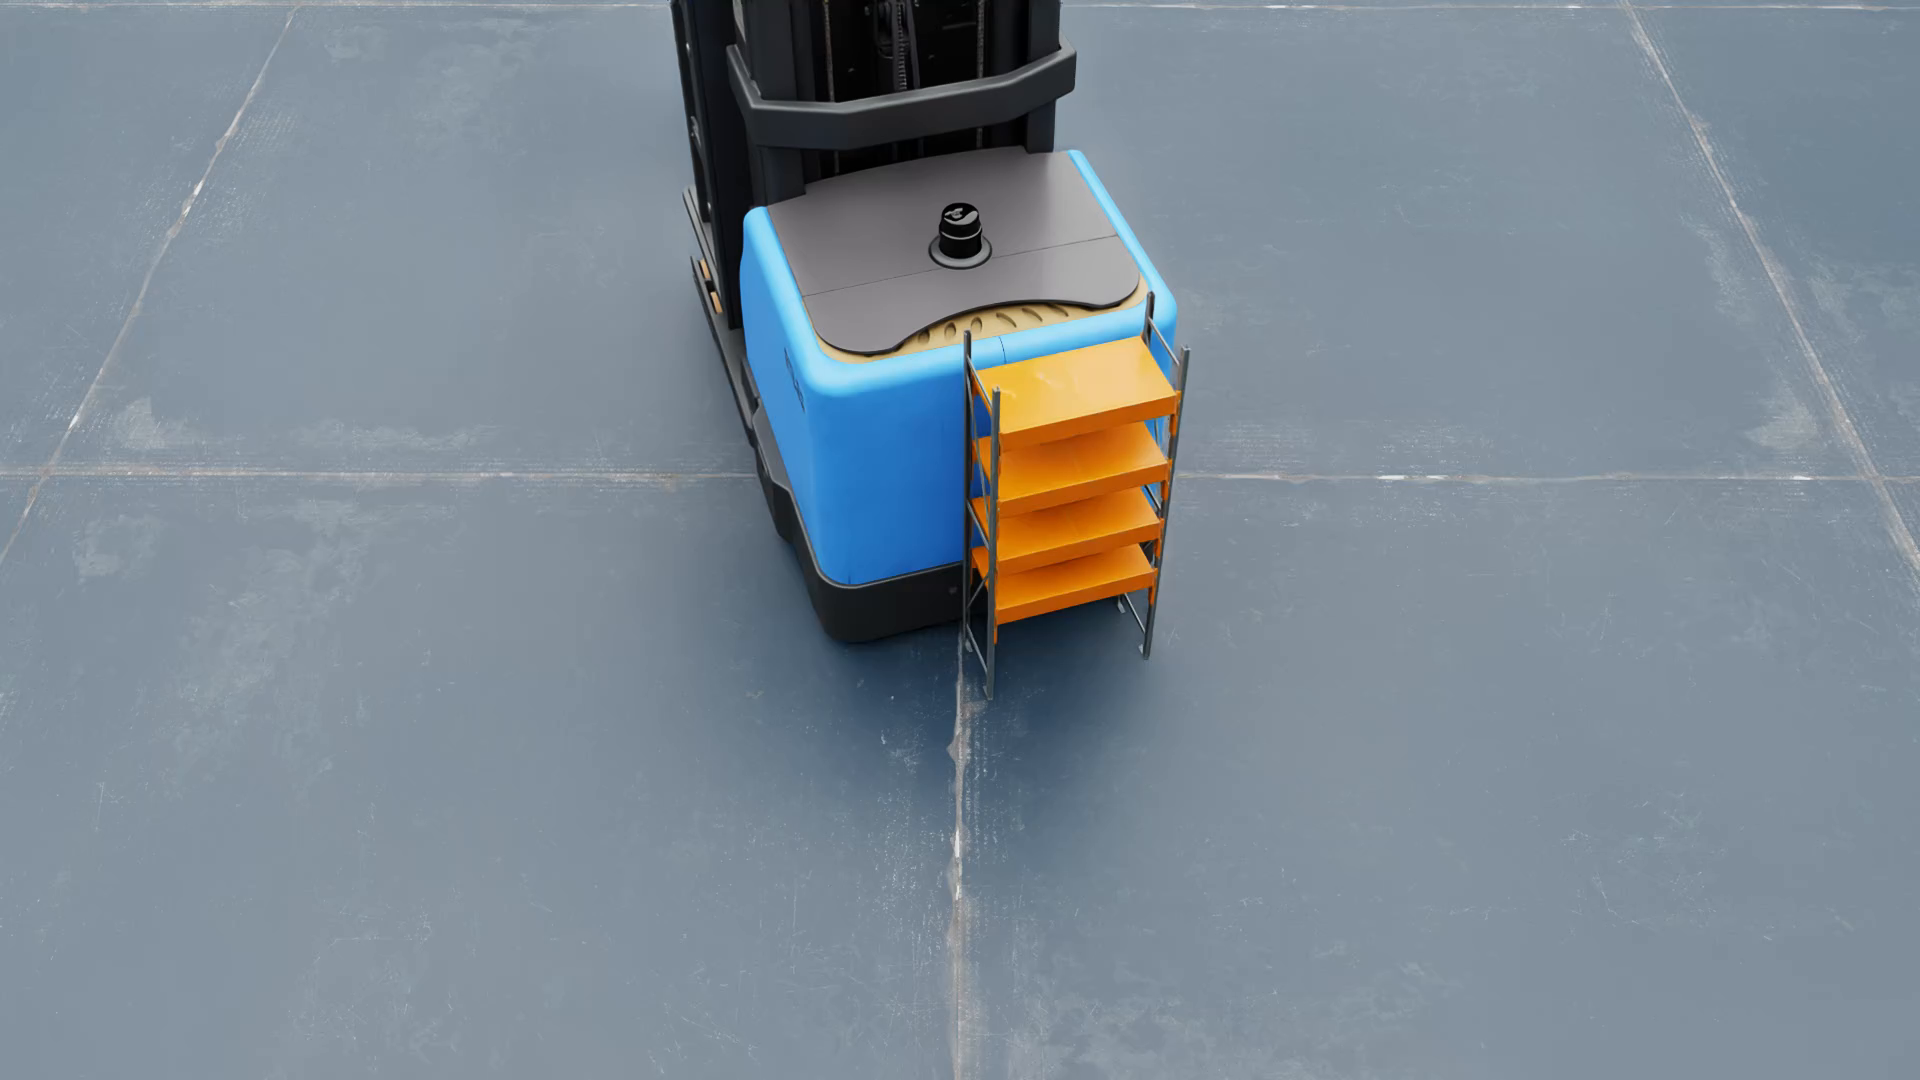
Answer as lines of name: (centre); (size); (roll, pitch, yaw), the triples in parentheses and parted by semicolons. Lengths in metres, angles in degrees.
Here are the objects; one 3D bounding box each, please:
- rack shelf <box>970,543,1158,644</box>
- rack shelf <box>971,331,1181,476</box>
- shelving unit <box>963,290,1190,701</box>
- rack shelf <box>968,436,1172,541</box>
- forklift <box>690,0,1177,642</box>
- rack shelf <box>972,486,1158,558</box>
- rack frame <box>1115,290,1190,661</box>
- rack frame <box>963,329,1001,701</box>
rack shelf: (0.285, 0.099, 4.701); (0.480, 0.148, 0.258); (-13, 48, -12)
rack shelf: (0.285, -0.349, 4.219); (0.480, 0.148, 0.258); (-13, 48, -12)
shelving unit: (0.285, -0.082, 4.506); (0.503, 1.200, 0.258); (-13, 48, -12)
rack shelf: (0.285, -0.188, 4.392); (0.480, 0.148, 0.258); (-13, 48, -12)
forklift: (-0.170, -1.399, 4.593); (1.129, 2.867, 1.939); (-13, 48, -12)
rack shelf: (0.285, -0.063, 4.527); (0.457, 0.050, 0.221); (-13, 48, -12)
rack frame: (0.517, -0.137, 4.558); (0.015, 1.200, 0.240); (-13, 48, -12)
rack frame: (0.052, -0.026, 4.455); (0.015, 1.200, 0.240); (-13, 48, -12)
